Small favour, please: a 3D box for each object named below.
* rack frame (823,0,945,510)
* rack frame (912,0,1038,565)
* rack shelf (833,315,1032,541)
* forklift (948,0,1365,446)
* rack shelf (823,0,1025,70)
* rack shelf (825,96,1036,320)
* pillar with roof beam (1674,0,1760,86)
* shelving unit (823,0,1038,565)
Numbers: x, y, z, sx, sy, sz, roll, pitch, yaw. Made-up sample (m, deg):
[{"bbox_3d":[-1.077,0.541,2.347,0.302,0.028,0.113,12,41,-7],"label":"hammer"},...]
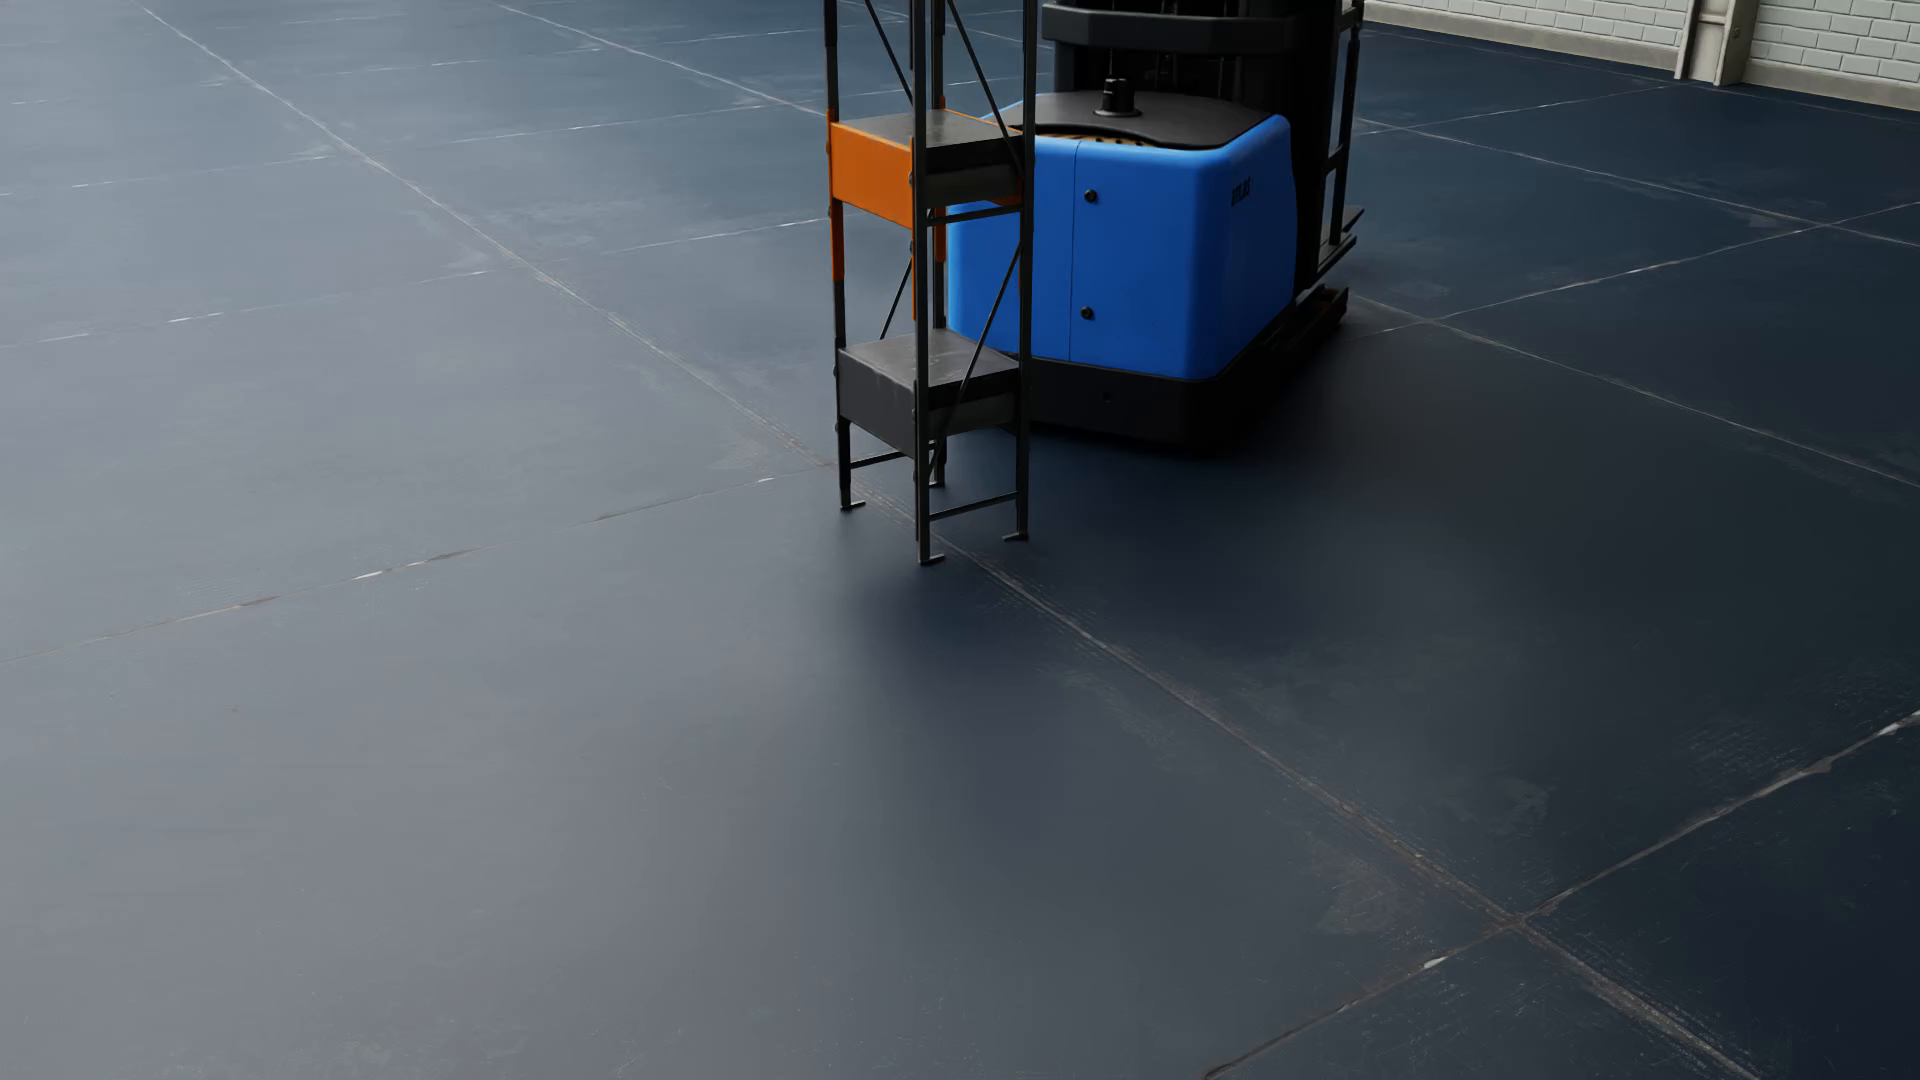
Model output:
[{"bbox_3d":[-0.224,-1.096,5.112,0.400,2.100,0.015,-16,29,-30],"label":"rack frame"},{"bbox_3d":[0.043,-0.921,4.742,0.400,2.100,0.015,-16,29,-30],"label":"rack frame"},{"bbox_3d":[-0.090,-0.363,5.232,0.431,0.518,0.480,-16,29,-30],"label":"rack shelf"},{"bbox_3d":[1.034,-2.249,6.580,1.130,2.935,3.031,12,28,23],"label":"forklift"},{"bbox_3d":[-0.090,-1.629,4.634,0.431,0.518,0.480,-16,29,-30],"label":"rack shelf"},{"bbox_3d":[-0.090,-0.996,4.933,0.431,0.518,0.480,-16,29,-30],"label":"rack shelf"},{"bbox_3d":[2.103,-6.575,8.636,9.100,9.000,0.400,-16,29,-30],"label":"pillar with roof beam"},{"bbox_3d":[-0.090,-1.009,4.927,0.431,2.100,0.503,-16,29,-30],"label":"shelving unit"}]
